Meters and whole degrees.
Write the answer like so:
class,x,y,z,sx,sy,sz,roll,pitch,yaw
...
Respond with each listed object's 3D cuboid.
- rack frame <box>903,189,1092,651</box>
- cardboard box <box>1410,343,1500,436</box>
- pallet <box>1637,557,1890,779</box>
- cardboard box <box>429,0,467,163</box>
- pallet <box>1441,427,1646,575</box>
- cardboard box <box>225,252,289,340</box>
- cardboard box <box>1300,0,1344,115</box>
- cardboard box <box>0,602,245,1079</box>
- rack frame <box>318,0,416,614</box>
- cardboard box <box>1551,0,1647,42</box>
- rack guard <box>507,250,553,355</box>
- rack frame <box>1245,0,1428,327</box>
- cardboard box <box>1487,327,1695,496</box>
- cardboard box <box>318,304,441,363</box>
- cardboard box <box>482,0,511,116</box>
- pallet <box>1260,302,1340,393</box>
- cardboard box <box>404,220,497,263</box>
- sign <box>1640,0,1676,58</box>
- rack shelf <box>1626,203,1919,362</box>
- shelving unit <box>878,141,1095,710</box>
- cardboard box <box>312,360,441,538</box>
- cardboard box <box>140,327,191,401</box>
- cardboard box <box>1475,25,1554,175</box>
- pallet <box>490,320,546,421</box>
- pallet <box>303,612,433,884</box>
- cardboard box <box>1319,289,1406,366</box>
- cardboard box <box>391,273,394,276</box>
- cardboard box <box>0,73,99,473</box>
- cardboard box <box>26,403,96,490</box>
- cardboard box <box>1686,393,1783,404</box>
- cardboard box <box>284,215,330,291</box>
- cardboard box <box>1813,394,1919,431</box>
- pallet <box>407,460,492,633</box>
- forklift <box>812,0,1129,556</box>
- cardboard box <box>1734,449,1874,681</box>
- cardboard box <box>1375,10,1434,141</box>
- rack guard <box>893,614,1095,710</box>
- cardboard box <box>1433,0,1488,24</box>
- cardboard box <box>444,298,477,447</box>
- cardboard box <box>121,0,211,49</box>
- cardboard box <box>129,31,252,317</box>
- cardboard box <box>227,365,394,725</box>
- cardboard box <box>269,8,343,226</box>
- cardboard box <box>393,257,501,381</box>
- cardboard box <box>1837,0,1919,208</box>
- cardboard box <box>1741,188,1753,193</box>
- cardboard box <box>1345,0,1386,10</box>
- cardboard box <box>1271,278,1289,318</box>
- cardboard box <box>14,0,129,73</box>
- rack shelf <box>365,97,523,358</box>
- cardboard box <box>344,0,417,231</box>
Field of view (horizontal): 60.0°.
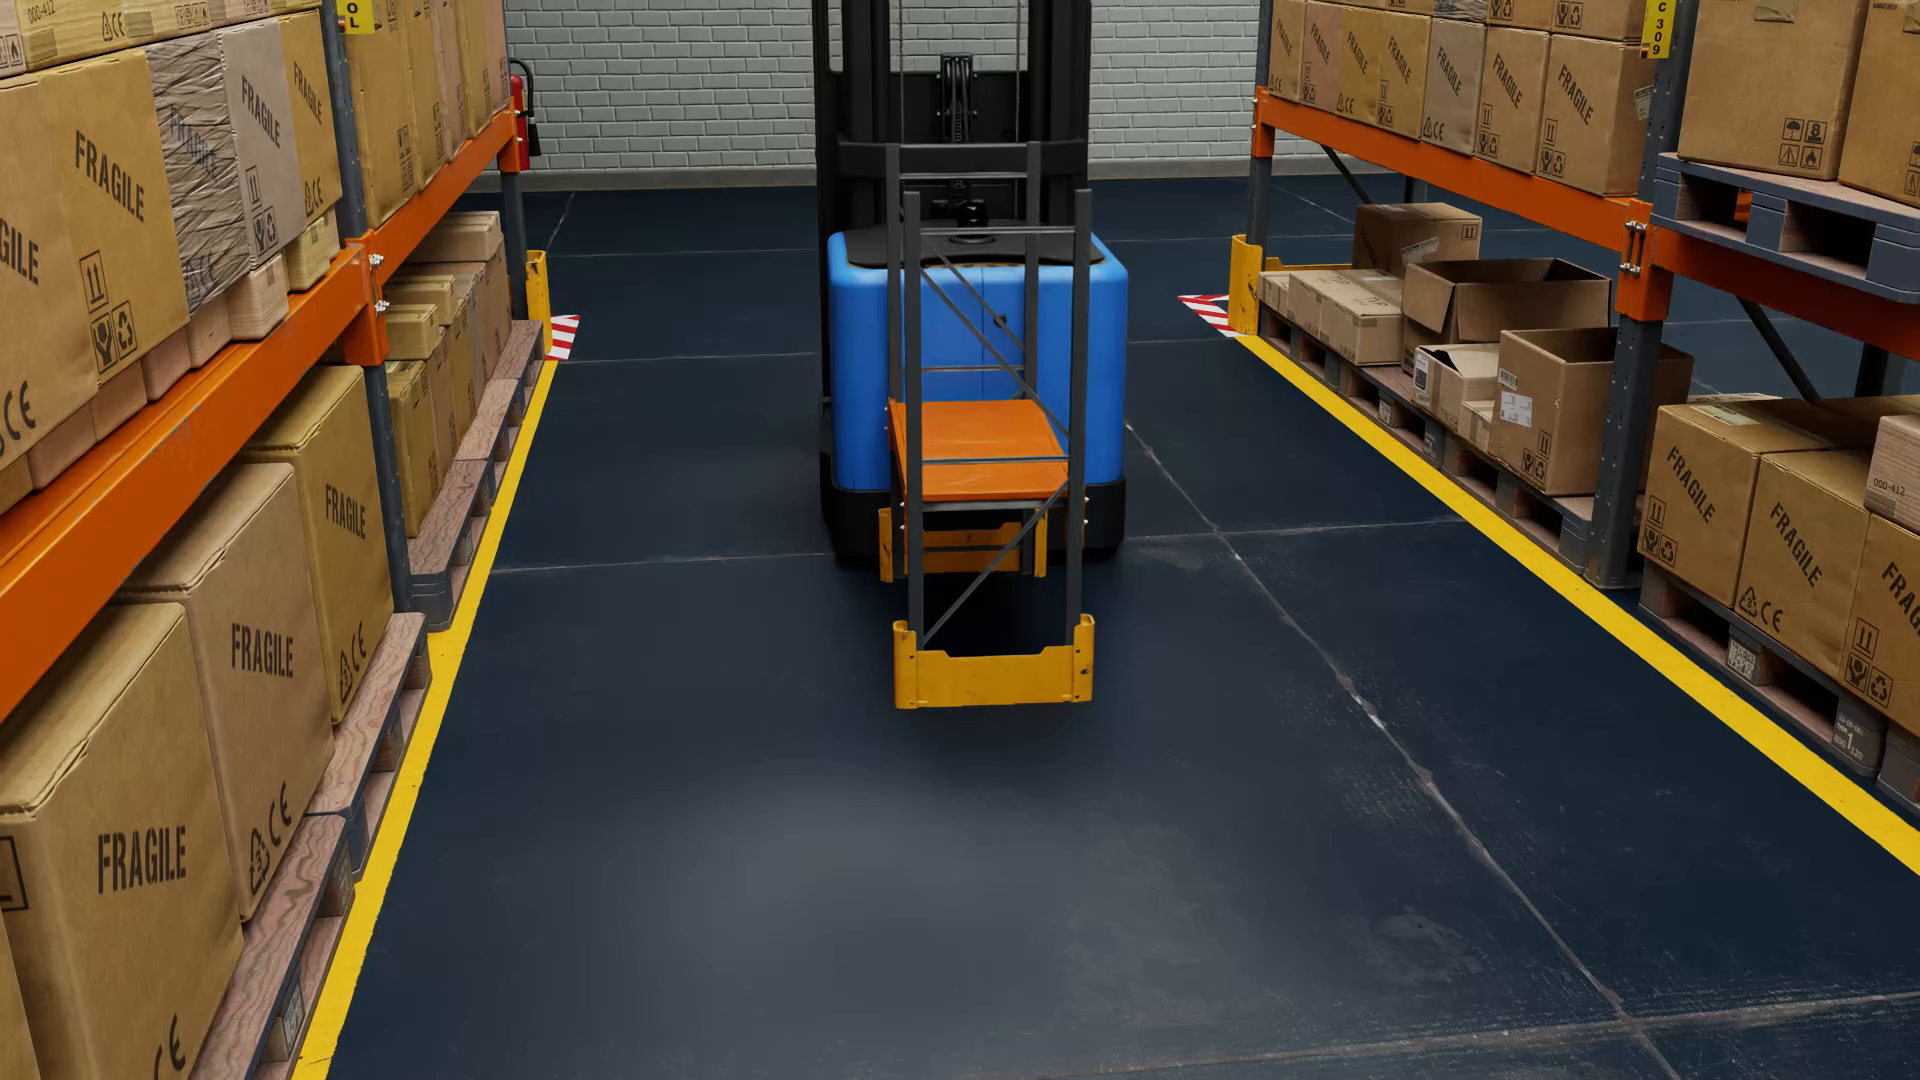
class,x,y,z,sx,sy,sz,roll,pitch,yaw
rack frame,0.101,-0.220,4.662,0.500,1.500,0.032,-2,21,-5
cardboard box,2.221,-0.661,6.912,0.500,0.311,0.500,-3,21,-8
pallet,2.846,0.314,5.073,1.003,0.211,1.213,-3,21,-8
cardboard box,-2.486,-1.854,6.465,0.980,0.700,0.700,-4,21,-10
pallet,2.593,-0.203,6.459,1.003,0.211,1.213,-3,21,-8
cardboard box,-1.732,-0.543,3.713,0.380,0.149,0.250,-3,21,-8
cardboard box,1.998,-2.358,8.100,0.500,0.500,0.500,-3,21,-8
cardboard box,-1.729,0.610,2.768,0.750,0.750,0.750,-3,21,-8
rack frame,-2.210,-1.021,4.661,1.000,3.000,0.127,-3,21,-8
cardboard box,2.362,-1.949,5.575,0.500,0.500,0.500,-3,21,-7
rack guard,-2.790,-1.243,8.829,1.175,0.500,0.348,-3,21,-8
rack frame,2.115,-2.657,9.042,1.000,3.000,0.127,-3,21,-8
cardboard box,2.329,-0.490,6.184,0.500,0.500,0.500,-3,21,-8
cardboard box,-2.085,-0.742,5.961,0.380,0.149,0.250,-2,21,-6
cardboard box,-2.703,-2.370,7.846,0.980,0.700,0.700,-2,21,-5
pallet,2.242,-1.048,8.720,1.003,0.211,1.213,-3,21,-8
cardboard box,-2.350,-1.374,7.653,0.380,0.149,0.250,-2,21,-6
sign,2.156,-1.647,5.102,0.100,0.325,0.005,-3,21,-8
rack shelf,2.980,-0.242,3.606,1.077,0.370,4.000,-3,21,-8
shelving unit,0.055,-0.401,5.145,0.587,1.500,1.083,-2,21,-5
cardboard box,-2.216,-0.310,5.732,0.700,0.500,0.500,-3,21,-7
cardboard box,-1.741,-0.367,3.243,0.380,0.149,0.250,-3,21,-9
cardboard box,2.290,-1.657,6.223,0.500,0.500,0.500,-2,21,-6
pallet,-2.594,-0.826,8.127,1.003,0.211,1.213,-3,21,-8
pallet,-2.024,0.549,4.444,1.003,0.211,1.213,-3,21,-8
cardboard box,2.057,-1.026,7.977,0.500,0.250,0.500,-3,21,-8
cardboard box,-2.656,-1.181,7.136,0.380,0.149,0.250,-3,21,-7
cardboard box,-1.587,-0.366,2.312,0.500,0.500,0.500,-3,21,-8
cardboard box,-1.683,-0.184,2.751,0.380,0.149,0.250,-3,21,-7
cardboard box,2.845,-0.374,6.146,0.500,0.311,0.500,-3,21,-8
cardboard box,-1.821,-0.723,4.196,0.380,0.149,0.250,-3,21,-7
cardboard box,3.046,-0.150,5.276,0.500,0.500,0.500,-3,21,-8
pallet,-2.242,0.019,5.865,1.003,0.211,1.213,-3,21,-8
forklift,-0.055,-1.790,6.820,1.130,2.935,3.031,-2,21,-5
cardboard box,2.608,0.057,4.720,0.500,0.500,0.500,-3,21,-7
cardboard box,2.137,-2.011,7.171,0.500,0.500,0.500,-3,21,-7
rack guard,0.099,0.358,4.899,0.587,0.250,0.087,-2,21,-5
cardboard box,2.213,-2.301,6.517,0.500,0.500,0.500,-3,21,-7
cardboard box,-2.357,-0.662,6.675,0.700,0.500,0.500,-2,21,-6
cardboard box,-1.752,-1.064,3.111,0.500,0.250,0.500,-3,21,-7
cardboard box,-1.747,-0.718,3.256,0.500,0.500,0.500,-3,21,-8
cardboard box,-1.988,0.008,4.379,0.750,0.750,0.750,-3,21,-7
cardboard box,-1.894,-1.069,4.195,0.500,0.500,0.500,-3,21,-9
cardboard box,-2.514,-1.021,7.634,0.700,0.500,0.500,-3,21,-8
cardboard box,2.700,-1.105,4.145,0.700,0.500,0.500,0,20,1
cardboard box,2.888,-1.509,5.826,0.500,0.500,0.500,-2,21,-6
cardboard box,2.068,-2.651,7.454,0.500,0.500,0.500,-3,21,-7
cardboard box,1.871,-1.287,8.794,0.380,0.166,0.250,-3,21,-8
cardboard box,-1.678,-0.888,2.638,0.500,0.250,0.500,-3,21,-9
rack shelf,-2.498,-1.376,6.641,1.077,0.370,4.000,-3,21,-8
cardboard box,-2.272,-1.350,5.114,0.980,0.700,0.700,-3,21,-7
